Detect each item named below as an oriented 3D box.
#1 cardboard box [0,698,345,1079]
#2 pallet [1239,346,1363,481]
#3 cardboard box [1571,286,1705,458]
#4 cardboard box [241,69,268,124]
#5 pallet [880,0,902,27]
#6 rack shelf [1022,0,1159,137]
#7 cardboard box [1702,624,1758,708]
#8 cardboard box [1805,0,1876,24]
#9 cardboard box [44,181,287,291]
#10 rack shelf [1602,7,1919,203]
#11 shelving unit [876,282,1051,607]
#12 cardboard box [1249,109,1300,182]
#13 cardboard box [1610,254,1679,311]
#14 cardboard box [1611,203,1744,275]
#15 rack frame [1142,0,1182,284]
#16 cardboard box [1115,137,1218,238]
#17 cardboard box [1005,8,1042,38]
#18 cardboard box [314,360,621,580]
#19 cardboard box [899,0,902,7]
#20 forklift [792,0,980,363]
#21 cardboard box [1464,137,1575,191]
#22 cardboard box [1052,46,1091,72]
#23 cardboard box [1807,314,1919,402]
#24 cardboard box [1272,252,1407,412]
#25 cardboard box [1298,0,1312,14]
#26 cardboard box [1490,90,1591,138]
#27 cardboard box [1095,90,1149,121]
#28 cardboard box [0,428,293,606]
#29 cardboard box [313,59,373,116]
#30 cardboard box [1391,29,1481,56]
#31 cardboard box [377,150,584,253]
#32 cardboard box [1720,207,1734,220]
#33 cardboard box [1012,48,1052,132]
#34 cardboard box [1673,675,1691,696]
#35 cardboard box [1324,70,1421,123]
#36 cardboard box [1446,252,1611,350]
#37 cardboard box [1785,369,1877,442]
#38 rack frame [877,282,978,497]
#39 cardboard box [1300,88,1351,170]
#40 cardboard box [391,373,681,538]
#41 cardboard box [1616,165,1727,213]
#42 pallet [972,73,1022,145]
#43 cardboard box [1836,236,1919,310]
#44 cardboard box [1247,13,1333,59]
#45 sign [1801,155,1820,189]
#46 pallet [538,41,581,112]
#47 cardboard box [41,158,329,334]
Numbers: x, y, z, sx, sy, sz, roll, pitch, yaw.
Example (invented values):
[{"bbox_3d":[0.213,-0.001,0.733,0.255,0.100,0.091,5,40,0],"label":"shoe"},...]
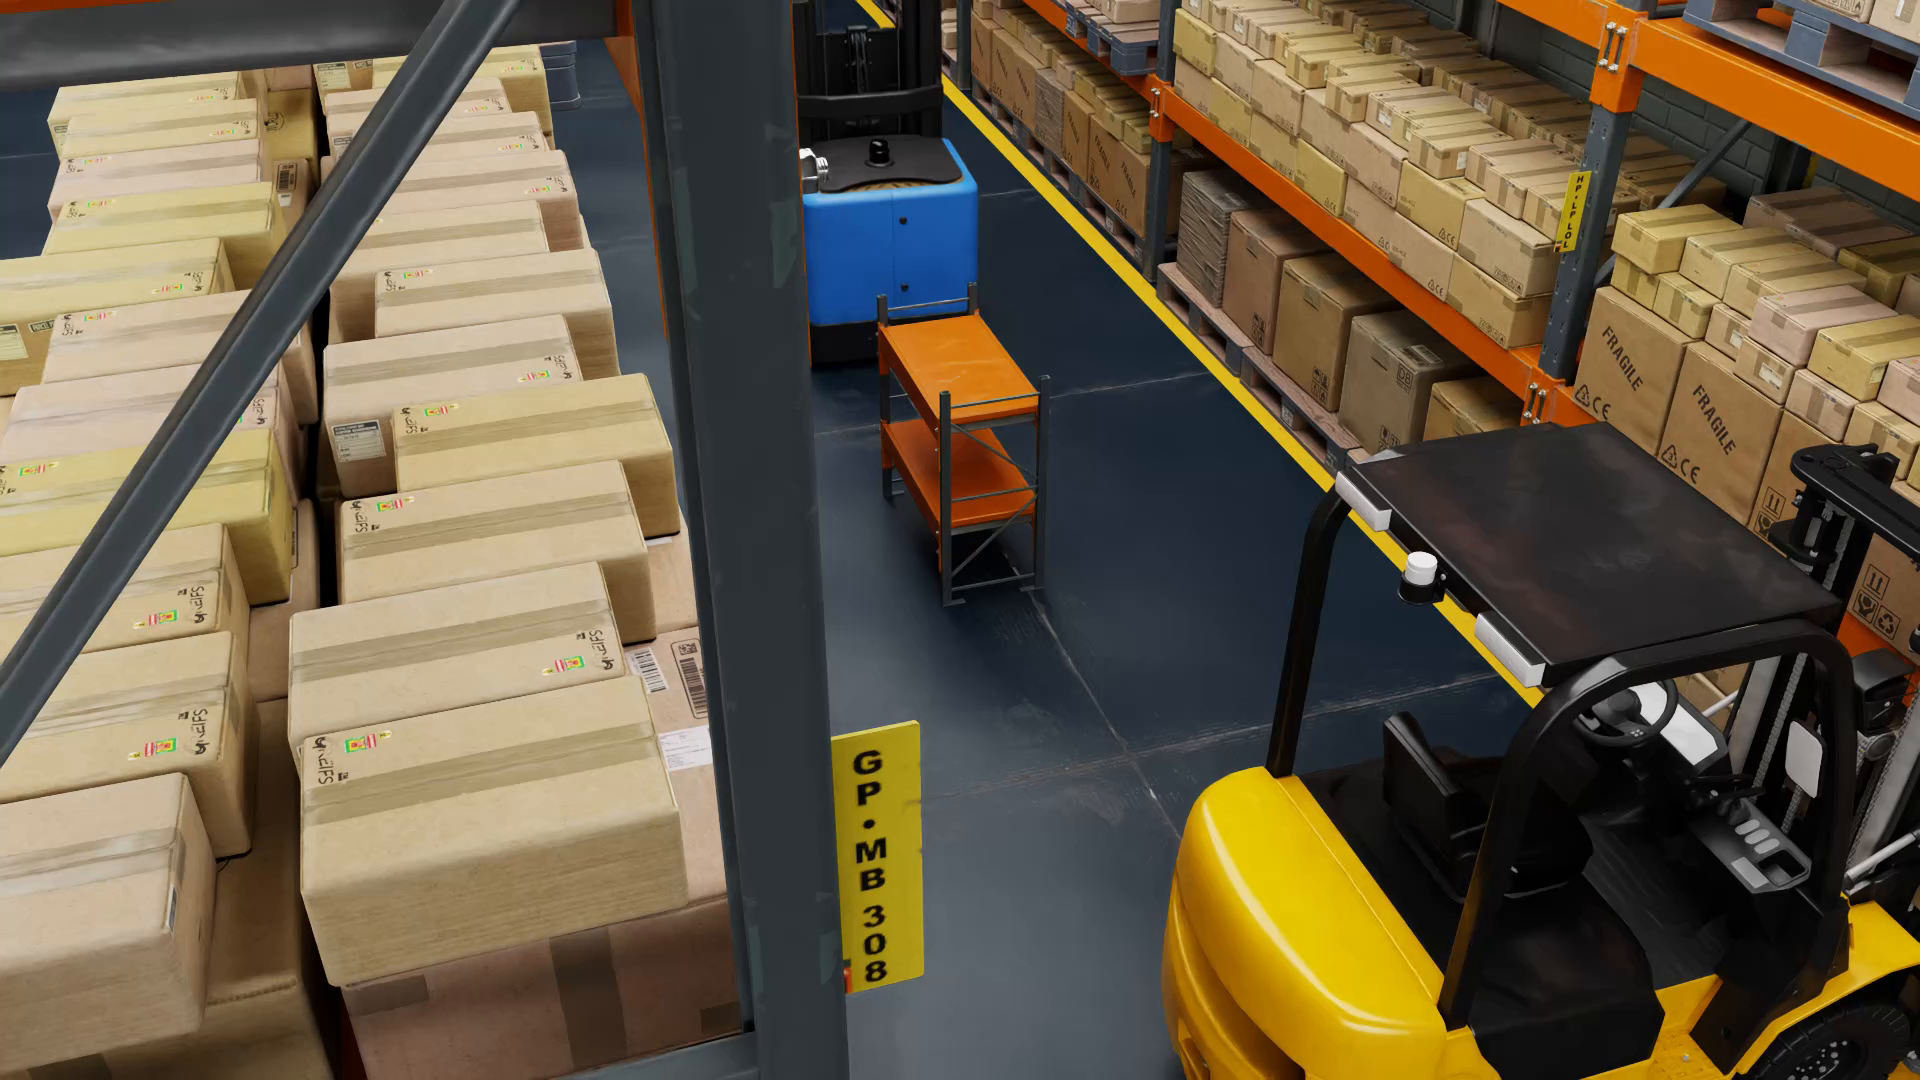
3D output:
[{"bbox_3d":[-1.013,0.476,1.954,0.500,0.250,0.500,-10,35,-15],"label":"cardboard box"},{"bbox_3d":[2.267,-0.783,9.243,1.003,0.211,1.213,-10,35,-15],"label":"pallet"},{"bbox_3d":[2.792,-0.689,6.482,0.500,0.500,0.500,-11,35,-16],"label":"cardboard box"},{"bbox_3d":[-1.857,-1.075,3.940,0.380,0.149,0.250,-11,35,-16],"label":"cardboard box"},{"bbox_3d":[-0.119,-4.964,15.570,1.003,0.211,1.213,-10,35,-15],"label":"pallet"},{"bbox_3d":[1.075,-3.774,11.894,1.077,0.370,4.000,-10,35,-15],"label":"rack shelf"},{"bbox_3d":[3.063,0.467,6.029,0.500,0.250,0.500,-9,34,-13],"label":"cardboard box"},{"bbox_3d":[2.927,-1.878,5.259,0.500,0.311,0.500,-9,35,-14],"label":"cardboard box"},{"bbox_3d":[-1.483,-0.545,3.137,0.380,0.149,0.250,-9,35,-14],"label":"cardboard box"},{"bbox_3d":[3.515,-0.826,4.710,1.077,0.370,4.000,-10,35,-15],"label":"rack shelf"},{"bbox_3d":[-0.002,-0.473,7.945,0.538,1.125,1.048,-10,35,-15],"label":"shelving unit"},{"bbox_3d":[1.900,-2.154,8.925,0.500,0.250,0.500,-11,35,-16],"label":"cardboard box"},{"bbox_3d":[2.752,-1.025,6.402,0.380,0.149,0.250,-11,35,-15],"label":"cardboard box"},{"bbox_3d":[2.720,-1.144,6.311,0.380,0.149,0.250,-9,35,-14],"label":"cardboard box"},{"bbox_3d":[1.685,-3.025,10.106,1.000,3.000,0.127,-10,35,-15],"label":"rack frame"},{"bbox_3d":[1.351,-2.343,10.961,0.500,0.500,0.500,-9,35,-13],"label":"cardboard box"},{"bbox_3d":[0.568,-4.029,12.925,0.380,0.149,0.250,-12,35,-17],"label":"cardboard box"},{"bbox_3d":[-0.826,-0.143,2.890,0.500,0.250,0.500,-9,35,-13],"label":"cardboard box"},{"bbox_3d":[-0.369,-5.270,15.391,0.500,0.500,0.500,-9,35,-14],"label":"cardboard box"},{"bbox_3d":[-0.706,-3.059,10.221,1.130,2.935,3.031,-7,34,-11],"label":"forklift"},{"bbox_3d":[2.469,-1.649,7.345,0.380,0.149,0.250,-10,35,-15],"label":"cardboard box"},{"bbox_3d":[0.889,-3.483,12.098,0.380,0.149,0.250,-10,35,-15],"label":"cardboard box"},{"bbox_3d":[3.058,-0.605,5.496,0.380,0.149,0.250,-11,35,-15],"label":"cardboard box"},{"bbox_3d":[2.275,-1.184,9.094,0.875,0.625,0.625,-11,35,-17],"label":"cardboard box"},{"bbox_3d":[2.163,-3.082,9.513,0.380,0.149,0.250,-9,35,-13],"label":"cardboard box"},{"bbox_3d":[2.746,-2.004,7.883,0.380,0.149,0.250,-10,35,-15],"label":"cardboard box"},{"bbox_3d":[1.142,-2.928,11.258,0.380,0.149,0.250,-11,35,-16],"label":"cardboard box"},{"bbox_3d":[-1.151,-0.010,2.327,0.380,0.149,0.250,-10,35,-14],"label":"cardboard box"},{"bbox_3d":[-1.370,-1.162,4.072,0.380,0.149,0.250,-9,35,-14],"label":"cardboard box"},{"bbox_3d":[2.487,-2.551,8.710,0.380,0.149,0.250,-11,35,-16],"label":"cardboard box"},{"bbox_3d":[-0.952,-0.639,3.281,0.380,0.149,0.250,-10,35,-14],"label":"cardboard box"},{"bbox_3d":[2.995,-1.380,7.300,0.500,0.250,0.500,-11,35,-16],"label":"cardboard box"},{"bbox_3d":[0.718,-3.424,12.598,0.500,0.500,0.500,-11,35,-16],"label":"cardboard box"},{"bbox_3d":[2.914,0.409,6.570,0.500,0.250,0.500,-10,35,-15],"label":"cardboard box"},{"bbox_3d":[2.017,-2.171,8.135,0.380,0.149,0.250,-11,35,-16],"label":"cardboard box"},{"bbox_3d":[2.502,-1.082,7.303,0.500,0.250,0.500,-9,35,-14],"label":"cardboard box"},{"bbox_3d":[3.022,-0.477,5.573,0.380,0.149,0.250,-10,35,-15],"label":"cardboard box"},{"bbox_3d":[-0.157,-0.740,8.349,0.500,1.125,0.032,-10,35,-15],"label":"rack frame"},{"bbox_3d":[2.062,-2.092,8.377,0.500,0.250,0.500,-10,35,-14],"label":"cardboard box"},{"bbox_3d":[-0.630,-0.103,2.470,0.380,0.149,0.250,-10,35,-15],"label":"cardboard box"},{"bbox_3d":[3.002,-1.457,7.056,0.380,0.149,0.250,-11,35,-16],"label":"cardboard box"},{"bbox_3d":[0.749,-3.541,13.417,1.003,0.211,1.213,-10,35,-15],"label":"pallet"},{"bbox_3d":[3.421,-0.969,6.046,0.380,0.149,0.250,-10,35,-15],"label":"cardboard box"},{"bbox_3d":[1.779,-2.714,8.958,0.380,0.149,0.250,-10,35,-14],"label":"cardboard box"},{"bbox_3d":[3.433,-1.413,6.810,0.100,0.325,0.005,-10,35,-15],"label":"sign"},{"bbox_3d":[-1.908,-1.603,5.404,1.213,0.211,1.003,-10,35,-15],"label":"pallet"},{"bbox_3d":[-1.641,-0.589,3.566,0.500,0.250,0.500,-10,35,-14],"label":"cardboard box"}]
